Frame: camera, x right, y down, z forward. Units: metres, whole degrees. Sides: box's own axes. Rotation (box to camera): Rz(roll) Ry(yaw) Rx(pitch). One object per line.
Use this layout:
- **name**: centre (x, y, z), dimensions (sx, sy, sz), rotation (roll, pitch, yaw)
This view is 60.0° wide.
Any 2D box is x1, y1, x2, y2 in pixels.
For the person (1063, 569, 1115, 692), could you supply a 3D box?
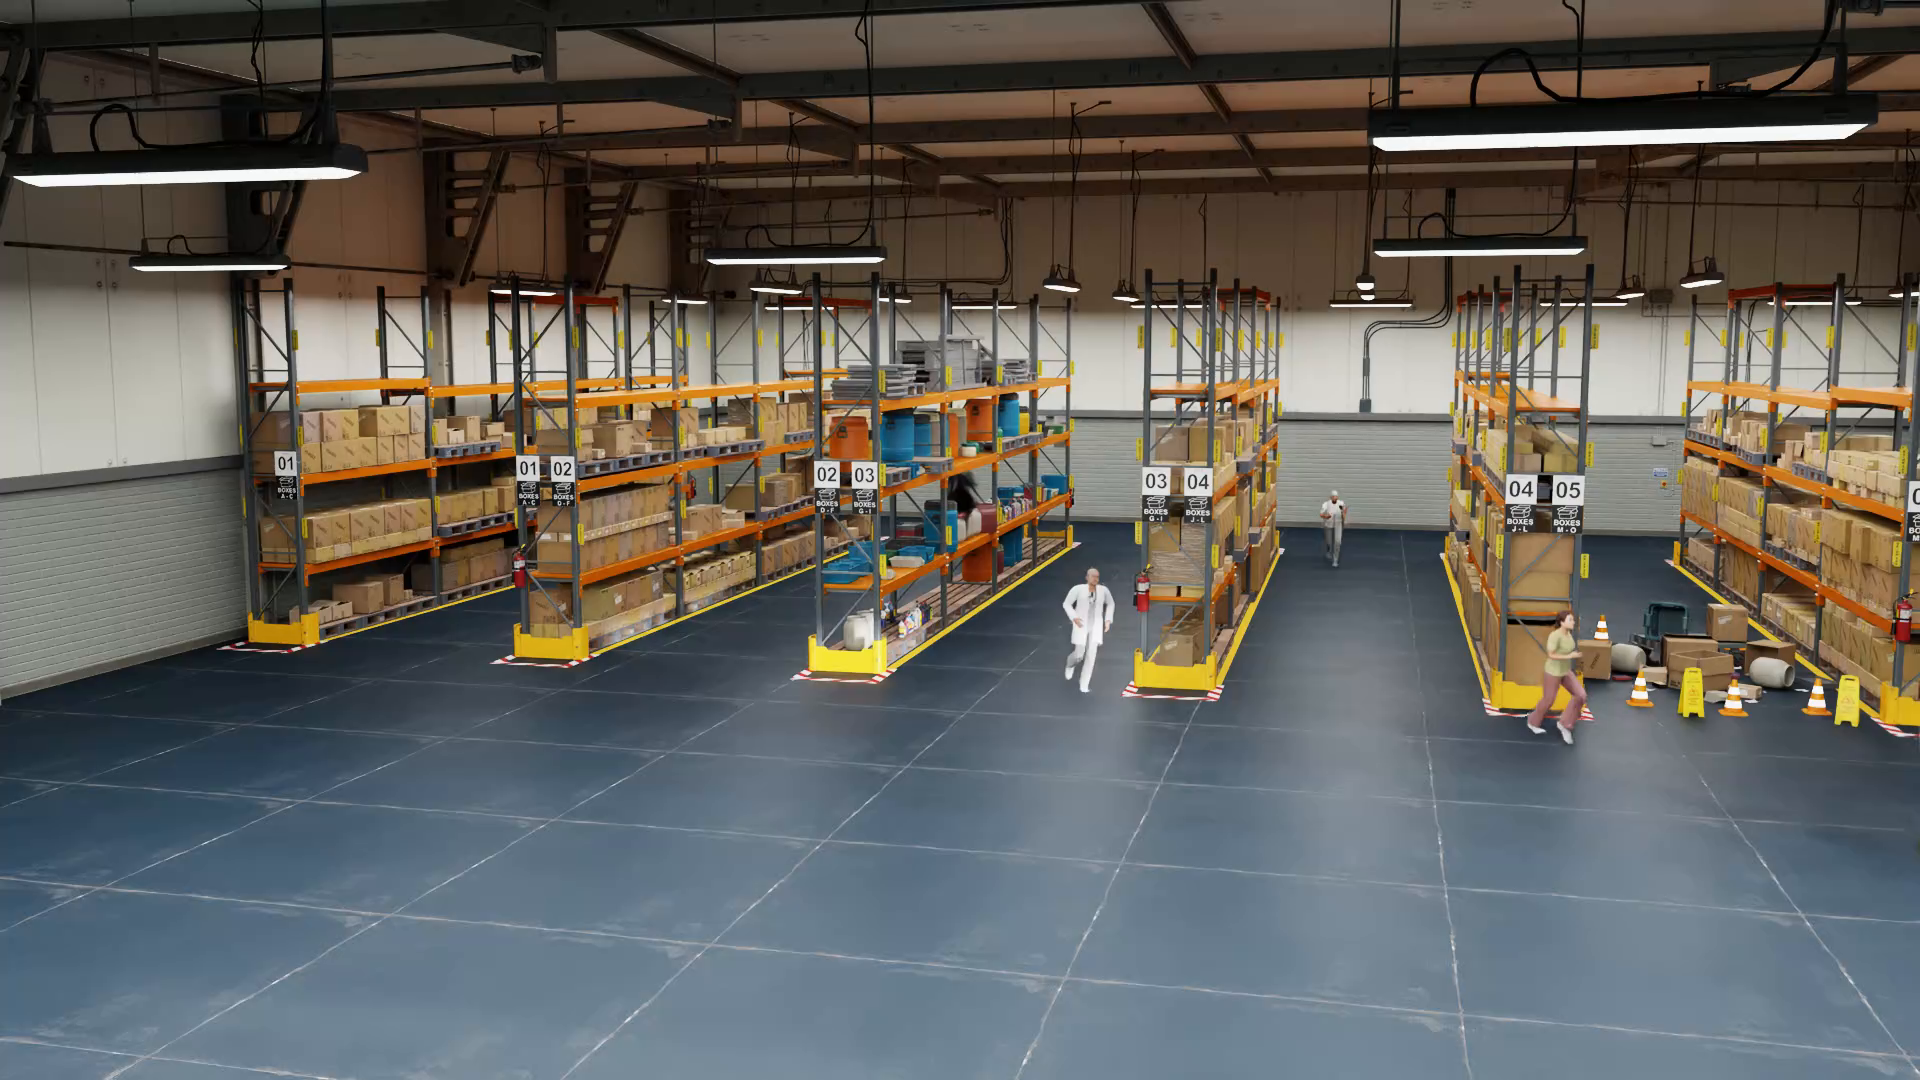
- **person**: centre (1.866, 1.287, 24.075), dimensions (0.762, 1.779, 0.774), rotation (-1, 7, -11)

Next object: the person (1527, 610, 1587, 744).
- **person**: centre (7.465, 1.694, 20.808), dimensions (0.601, 1.665, 0.779), rotation (-5, 9, -36)

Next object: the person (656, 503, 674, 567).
- **person**: centre (-6.549, -0.198, 36.254), dimensions (0.676, 1.751, 0.854), rotation (1, 7, 8)

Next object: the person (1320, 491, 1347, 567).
- **person**: centre (8.366, -0.254, 37.303), dimensions (0.619, 1.708, 0.909), rotation (1, 7, 7)
